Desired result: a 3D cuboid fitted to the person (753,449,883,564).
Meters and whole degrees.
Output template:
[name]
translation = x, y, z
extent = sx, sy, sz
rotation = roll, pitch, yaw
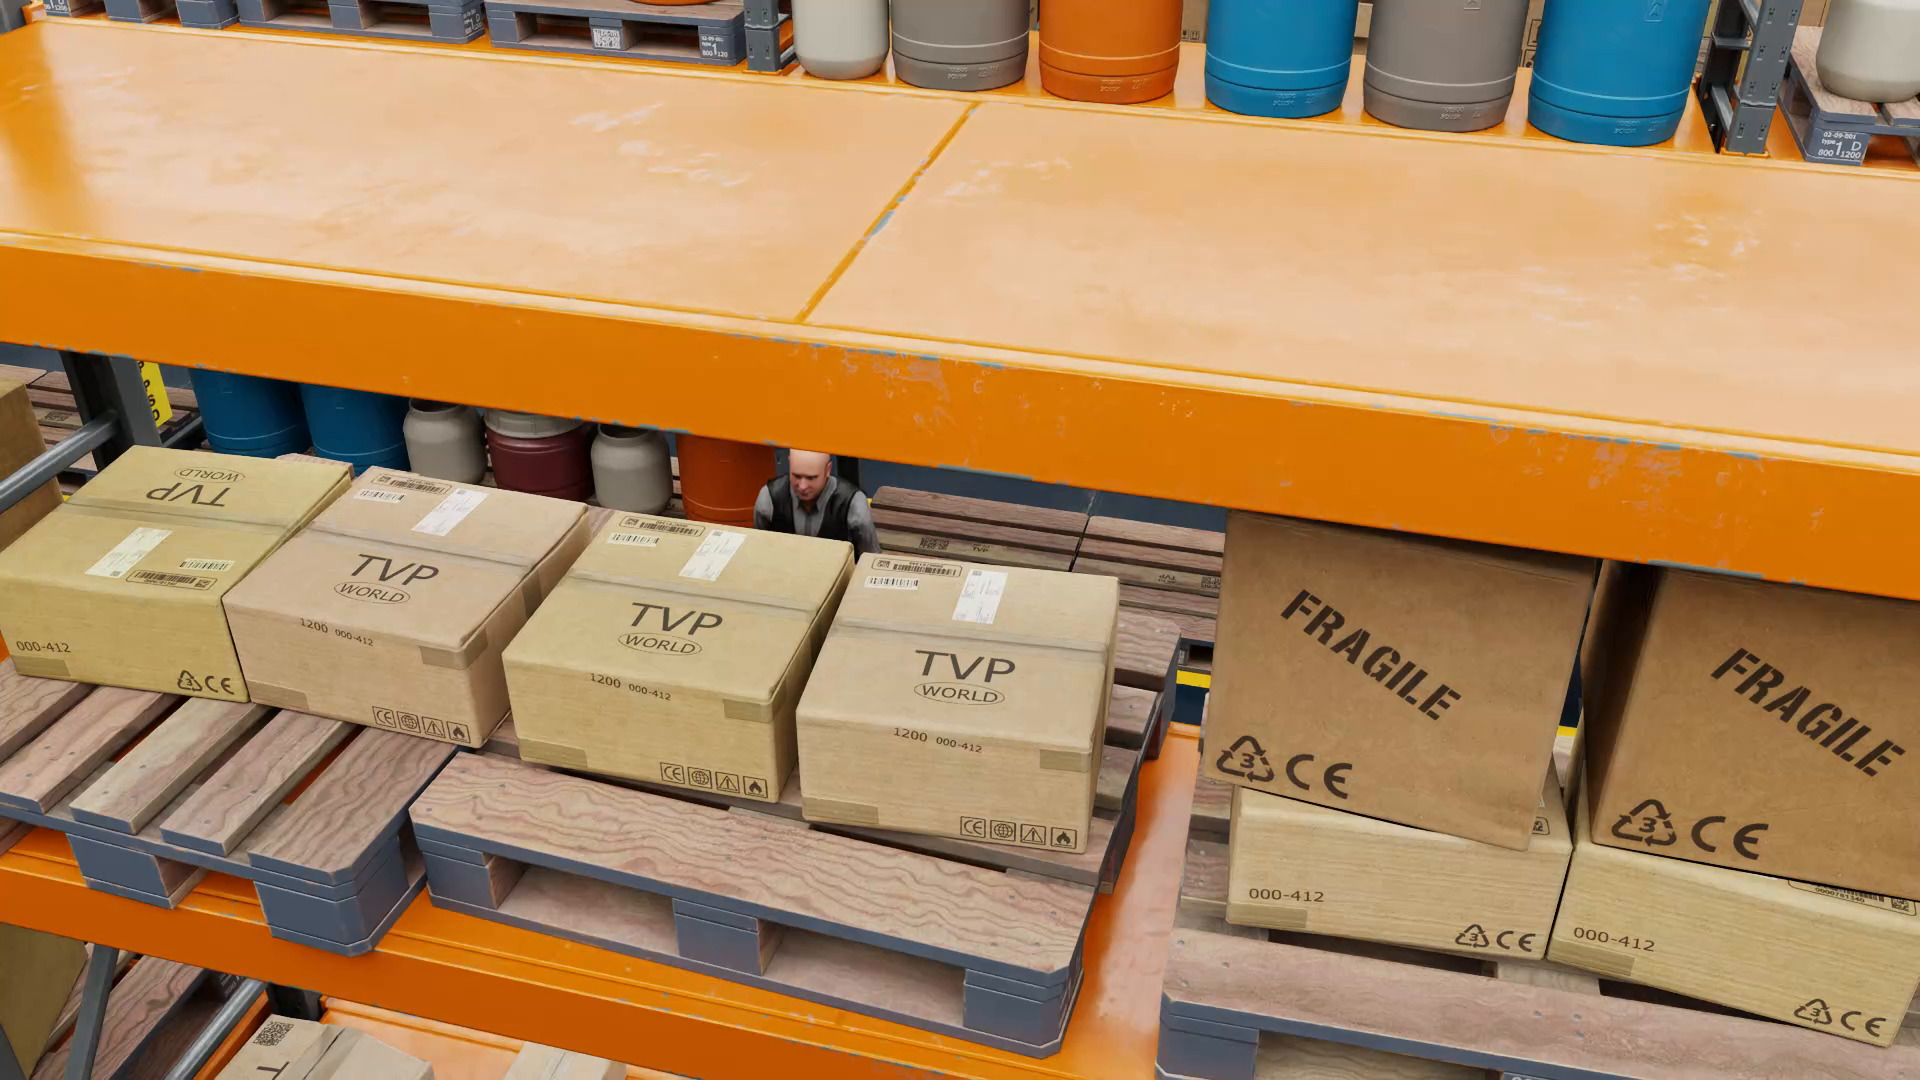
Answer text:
[person]
translation = -0.618, 0.277, 7.251
extent = 0.579, 1.719, 0.420
rotation = 7, 33, 10
